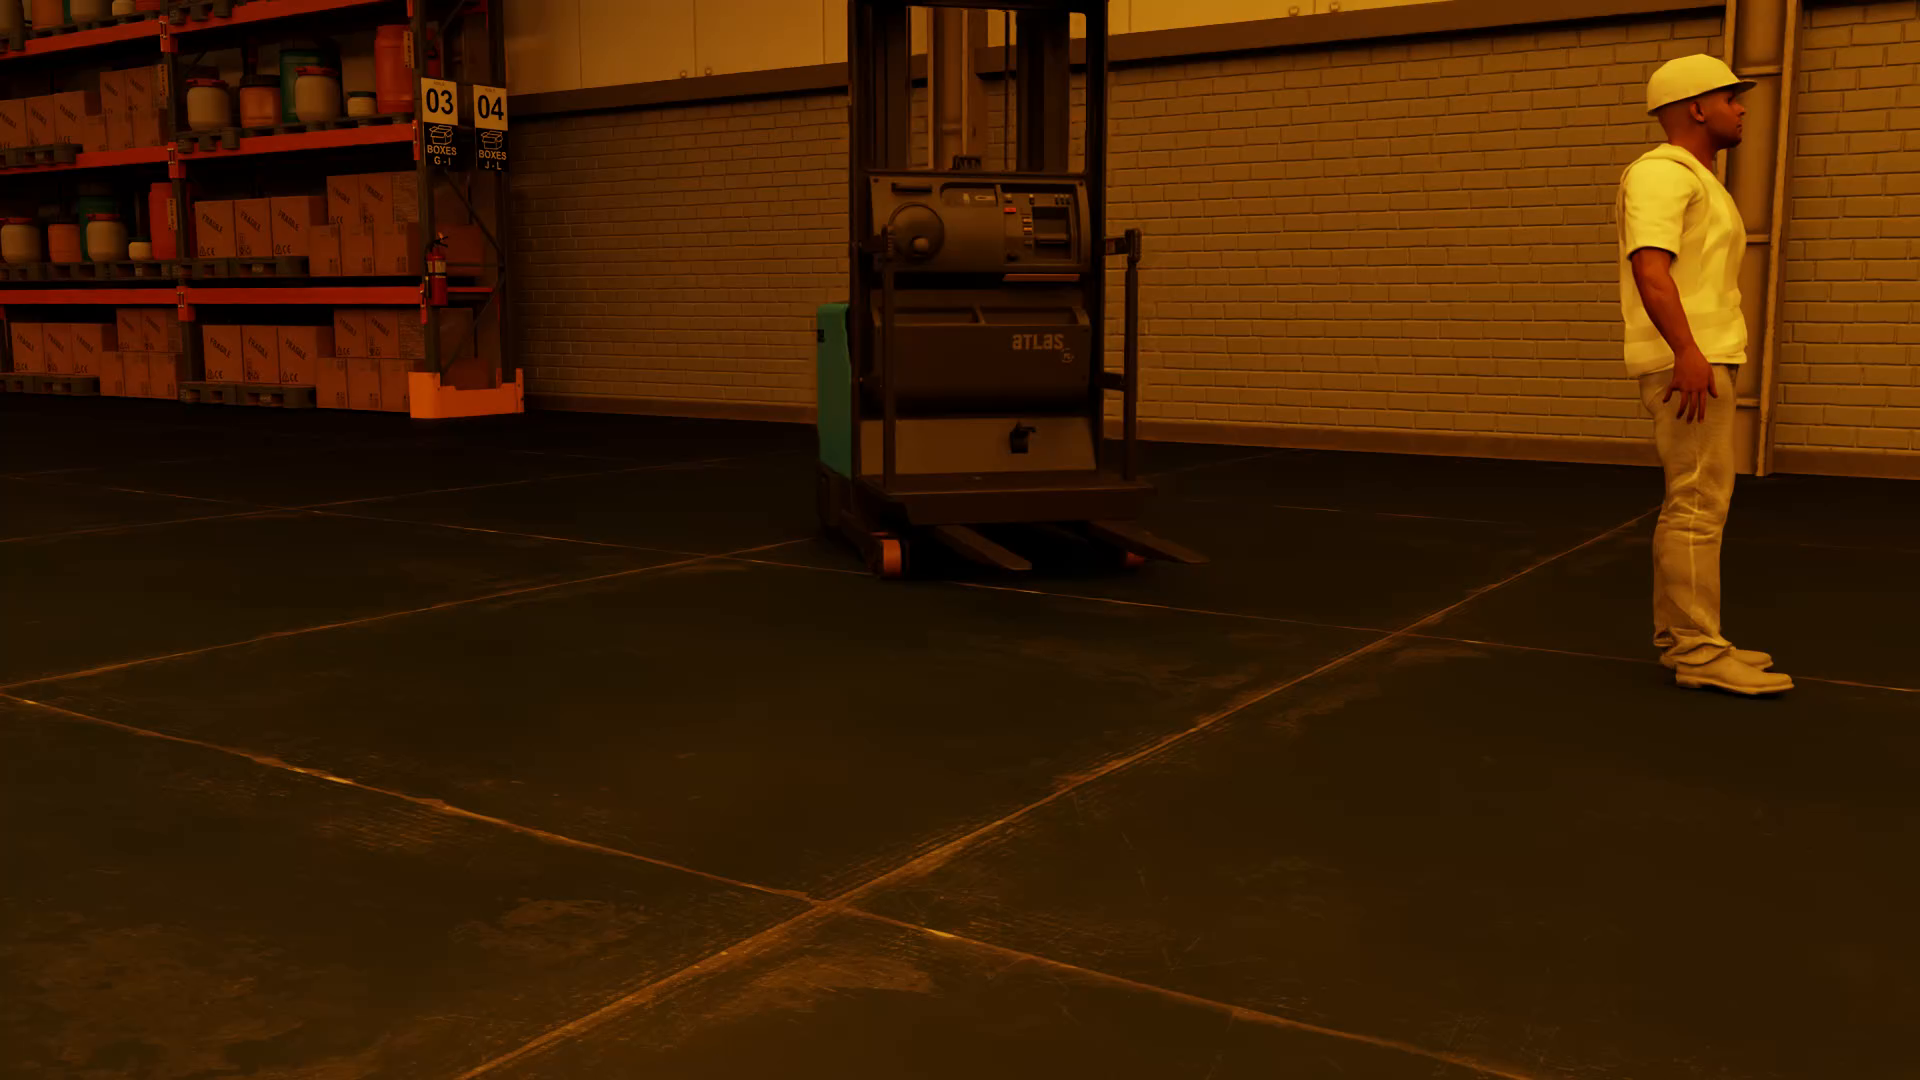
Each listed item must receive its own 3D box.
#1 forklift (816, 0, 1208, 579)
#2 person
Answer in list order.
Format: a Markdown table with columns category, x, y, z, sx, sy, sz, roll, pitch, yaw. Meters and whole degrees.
| category | x | y | z | sx | sy | sz | roll | pitch | yaw |
| --- | --- | --- | --- | --- | --- | --- | --- | --- | --- |
| forklift | 0.140 | -1.354 | 6.712 | 1.130 | 2.935 | 3.031 | -2 | 8 | -14 |
| person | 2.159 | -0.490 | 4.757 | 0.549 | 1.770 | 0.664 | 5 | 9 | 30 |
